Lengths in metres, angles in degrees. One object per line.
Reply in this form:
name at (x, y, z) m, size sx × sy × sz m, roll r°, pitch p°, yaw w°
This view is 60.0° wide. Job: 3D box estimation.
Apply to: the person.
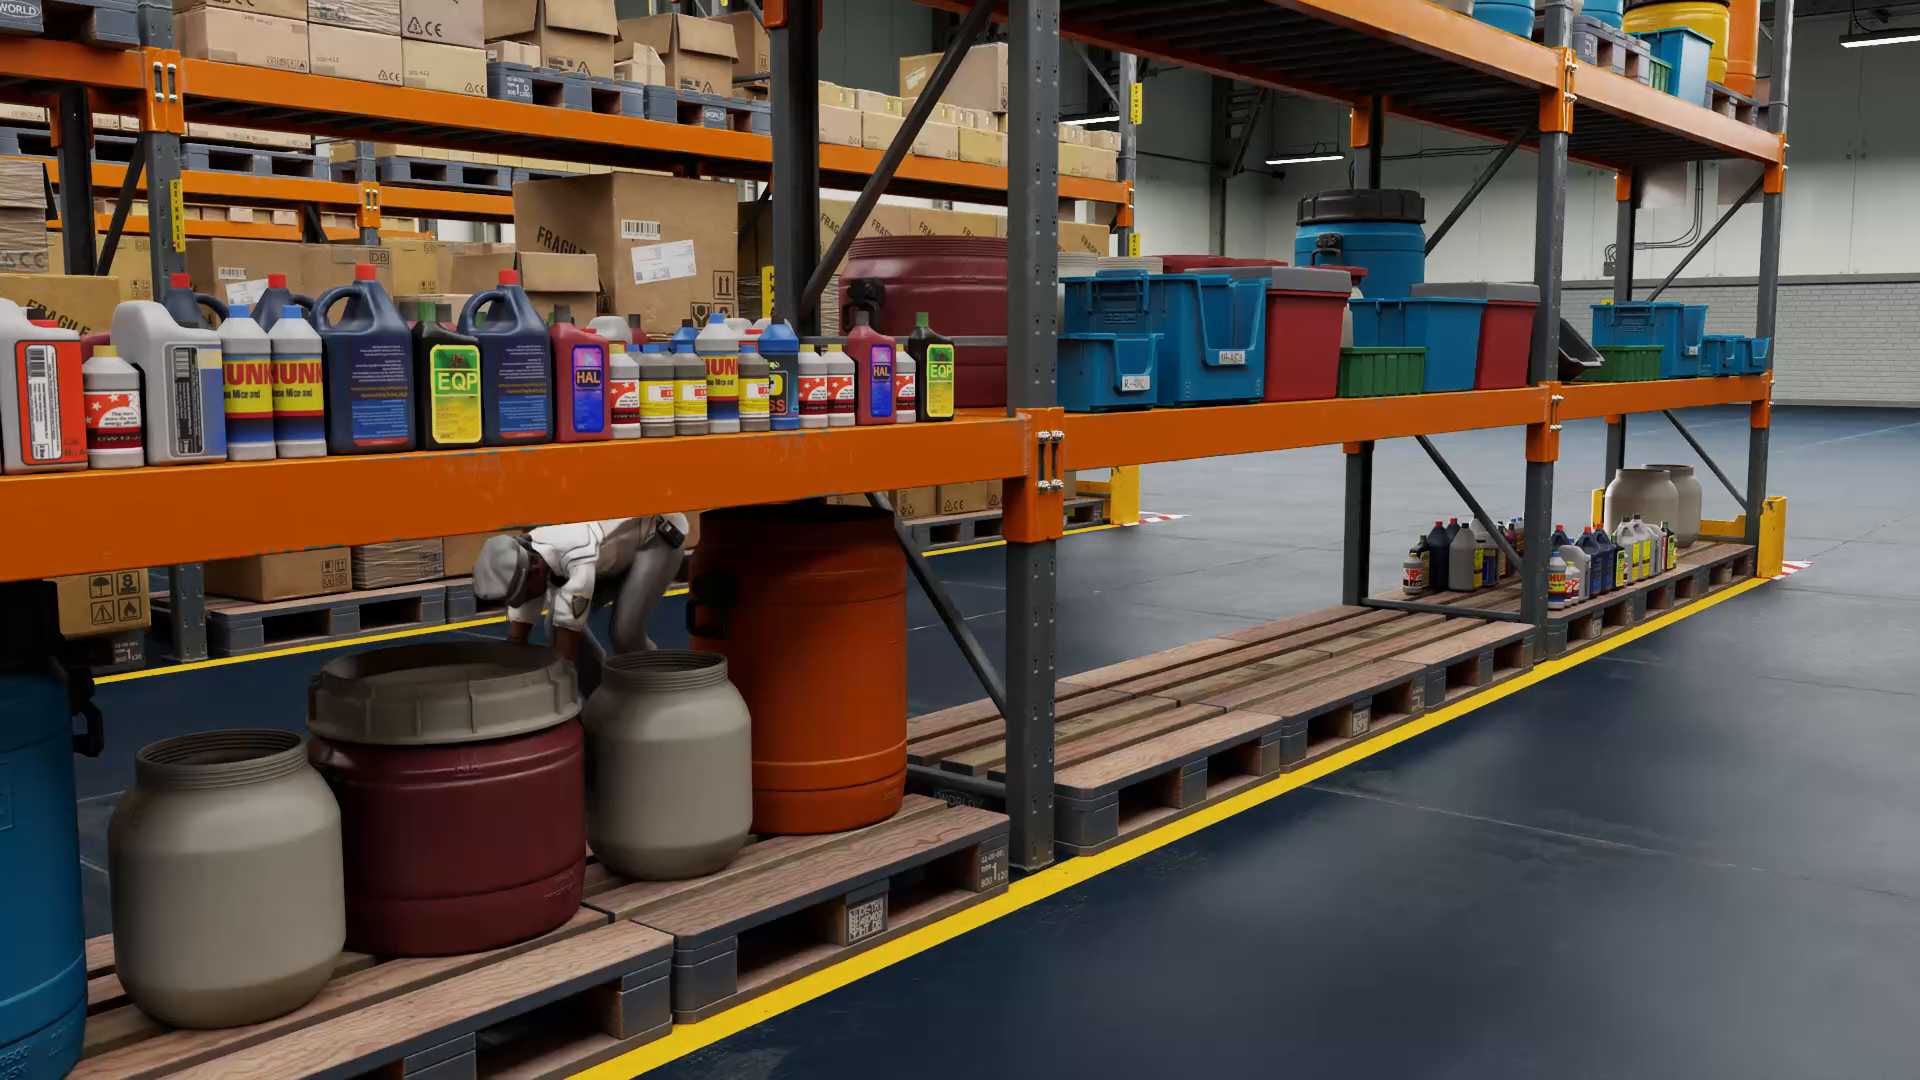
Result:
person at (-1.418, 0.295, 6.293) m, size 0.452 × 0.949 × 0.914 m, roll 5°, pitch 8°, yaw 36°
